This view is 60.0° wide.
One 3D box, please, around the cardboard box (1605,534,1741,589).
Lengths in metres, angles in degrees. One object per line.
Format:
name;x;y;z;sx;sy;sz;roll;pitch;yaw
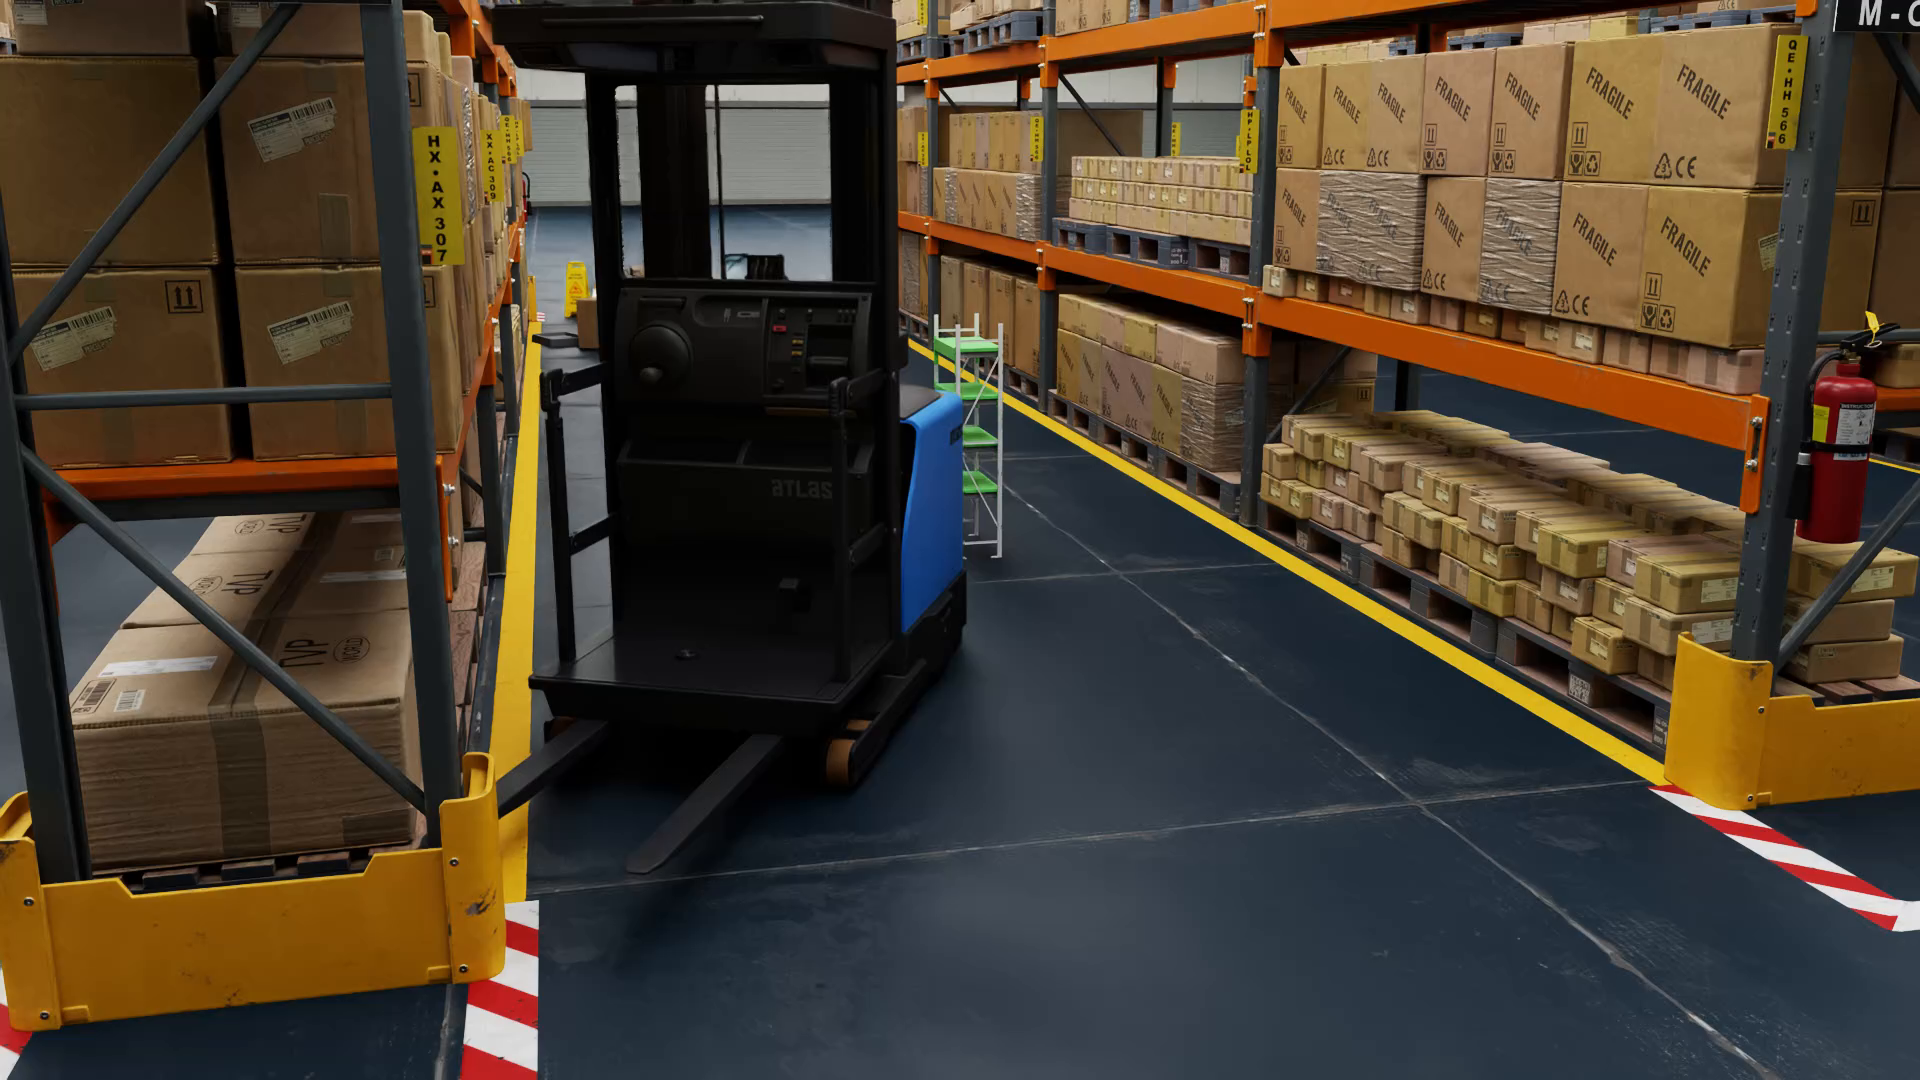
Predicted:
cardboard box;2.621;0.087;6.121;0.380;0.149;0.250;-3;14;-12

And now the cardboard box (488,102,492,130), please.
cardboard box;-2.946;-2.262;9.548;0.500;0.500;0.500;-4;14;-14

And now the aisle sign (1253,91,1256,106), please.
aisle sign;3.776;-5.841;21.036;0.394;0.787;0.004;-3;14;-13

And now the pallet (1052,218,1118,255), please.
pallet;1.387;-2.230;12.139;1.213;0.211;1.003;-3;14;-13

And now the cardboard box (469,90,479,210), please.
cardboard box;-2.242;-1.583;6.769;0.500;0.500;0.500;-3;14;-14

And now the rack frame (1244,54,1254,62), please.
rack frame;4.082;-7.495;20.643;1.000;3.000;0.127;-3;14;-13

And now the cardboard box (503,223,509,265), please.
cardboard box;-3.165;-1.890;10.660;0.500;0.250;0.500;-3;14;-12

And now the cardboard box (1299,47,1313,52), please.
cardboard box;4.195;-5.780;19.421;0.380;0.149;0.250;-4;14;-16

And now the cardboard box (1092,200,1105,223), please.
cardboard box;1.152;-2.325;11.768;0.380;0.149;0.250;-3;14;-10

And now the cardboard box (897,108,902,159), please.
cardboard box;-0.244;-4.463;18.285;0.875;0.550;0.500;-3;14;-13

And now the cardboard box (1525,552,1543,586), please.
cardboard box;2.507;0.107;6.664;0.380;0.149;0.250;-3;14;-14

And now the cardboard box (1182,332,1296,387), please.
cardboard box;1.635;-1.071;9.791;0.500;0.250;0.500;-4;14;-15

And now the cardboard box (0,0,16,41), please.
cardboard box;-10.034;-5.420;17.166;0.500;0.500;0.500;-3;14;-11

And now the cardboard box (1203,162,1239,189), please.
cardboard box;1.649;-2.133;9.729;0.380;0.149;0.250;-4;14;-15

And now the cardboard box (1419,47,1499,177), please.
cardboard box;2.269;-1.765;6.886;0.500;0.500;0.500;-4;14;-15

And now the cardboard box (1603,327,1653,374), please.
cardboard box;2.548;-0.690;5.960;0.380;0.149;0.250;-3;14;-14

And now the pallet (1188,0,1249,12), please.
pallet;2.014;-3.073;9.261;1.213;0.211;1.003;-3;14;-13

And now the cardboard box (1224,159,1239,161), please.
cardboard box;1.978;-2.467;11.094;0.380;0.149;0.250;-3;14;-10

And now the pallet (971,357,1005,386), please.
pallet;0.721;-1.594;15.007;1.003;0.211;1.213;-3;14;-13

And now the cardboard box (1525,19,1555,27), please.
cardboard box;5.374;-4.812;14.720;0.500;0.500;0.500;-3;14;-12

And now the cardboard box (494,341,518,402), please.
cardboard box;-3.795;-1.241;12.338;0.950;0.372;0.625;-4;14;-17

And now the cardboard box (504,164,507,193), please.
cardboard box;-3.923;-3.054;13.385;0.500;0.500;0.500;-4;14;-15

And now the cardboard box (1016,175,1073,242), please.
cardboard box;0.749;-2.619;13.117;0.500;0.500;0.500;-3;14;-13

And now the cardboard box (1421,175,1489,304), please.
cardboard box;2.288;-1.270;6.966;0.500;0.500;0.500;-3;14;-10

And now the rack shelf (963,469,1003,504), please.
rack shelf;0.039;-0.249;8.700;0.258;0.148;0.480;-3;14;-13

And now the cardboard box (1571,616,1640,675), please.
cardboard box;2.510;0.381;6.168;0.380;0.149;0.250;-3;14;-11

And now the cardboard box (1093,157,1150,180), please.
cardboard box;1.155;-2.617;11.708;0.380;0.149;0.250;-3;14;-13

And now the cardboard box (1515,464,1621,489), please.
cardboard box;2.722;-0.239;7.454;0.380;0.149;0.250;-3;14;-13

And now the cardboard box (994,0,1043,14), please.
cardboard box;0.579;-4.372;13.276;0.500;0.311;0.500;-3;14;-13

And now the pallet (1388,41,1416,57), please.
pallet;5.063;-4.875;16.637;1.213;0.211;1.003;-3;14;-13

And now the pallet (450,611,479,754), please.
pallet;-2.340;0.557;6.204;1.003;0.211;1.213;-3;14;-13

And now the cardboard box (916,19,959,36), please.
cardboard box;-0.220;-5.058;16.425;0.380;0.149;0.250;-3;14;-13

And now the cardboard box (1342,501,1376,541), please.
cardboard box;2.108;-0.104;8.156;0.380;0.149;0.250;-4;14;-14

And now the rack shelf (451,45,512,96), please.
rack shelf;-4.141;-3.751;13.158;1.077;0.370;4.000;-3;14;-13

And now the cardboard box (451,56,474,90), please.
cardboard box;-2.351;-2.056;7.337;0.380;0.149;0.250;-4;14;-14

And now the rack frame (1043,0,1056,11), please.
rack frame;1.116;-5.396;12.053;1.000;3.000;0.127;-3;14;-13

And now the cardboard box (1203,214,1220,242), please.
cardboard box;1.652;-1.839;9.778;0.380;0.149;0.250;-3;14;-13

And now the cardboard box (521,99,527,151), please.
cardboard box;-4.694;-4.134;16.584;0.700;0.500;0.500;-4;14;-14

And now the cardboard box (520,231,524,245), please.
cardboard box;-4.841;-3.205;17.689;0.380;0.149;0.250;-3;14;-11

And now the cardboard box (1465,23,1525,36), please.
cardboard box;5.258;-5.038;15.804;0.797;0.503;0.637;-3;14;-11

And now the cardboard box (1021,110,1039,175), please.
cardboard box;0.900;-3.237;13.537;0.700;0.500;0.500;-3;14;-14

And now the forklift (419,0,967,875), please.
forklift;-0.808;-0.696;5.599;1.130;2.935;3.031;3;14;13

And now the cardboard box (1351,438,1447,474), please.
cardboard box;2.133;-0.395;8.091;0.380;0.149;0.250;-4;14;-15

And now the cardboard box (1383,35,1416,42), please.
cardboard box;4.665;-5.294;17.433;0.380;0.149;0.250;-3;14;-11

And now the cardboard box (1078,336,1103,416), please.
cardboard box;1.156;-1.178;11.811;0.500;0.500;0.500;-3;14;-13

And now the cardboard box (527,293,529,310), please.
cardboard box;-4.985;-2.605;18.177;0.500;0.250;0.500;-3;14;-13

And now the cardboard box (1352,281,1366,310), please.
cardboard box;2.109;-1.176;7.951;0.380;0.149;0.250;-4;14;-16

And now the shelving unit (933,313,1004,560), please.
shelving unit;0.039;-0.545;8.628;0.258;1.200;0.503;-3;14;-13

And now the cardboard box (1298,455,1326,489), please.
cardboard box;1.976;-0.368;8.607;0.380;0.149;0.250;-3;14;-13

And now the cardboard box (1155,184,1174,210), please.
cardboard box;1.457;-2.170;10.507;0.380;0.149;0.250;-3;14;-13

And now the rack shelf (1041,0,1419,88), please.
rack shelf;1.586;-3.128;10.605;1.077;0.370;4.000;-3;14;-13

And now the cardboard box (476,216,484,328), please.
cardboard box;-2.249;-1.097;6.887;0.500;0.500;0.500;-4;14;-15

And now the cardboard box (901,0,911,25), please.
cardboard box;-0.307;-5.402;16.990;0.500;0.250;0.500;-3;14;-13

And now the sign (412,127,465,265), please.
sign;-1.252;-0.825;3.995;0.100;0.325;0.005;-3;14;-13

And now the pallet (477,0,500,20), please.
pallet;-3.203;-3.144;9.555;1.003;0.211;1.213;-3;14;-11

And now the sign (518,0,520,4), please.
sign;-5.006;-5.942;18.740;0.100;0.325;0.005;-3;14;-13
